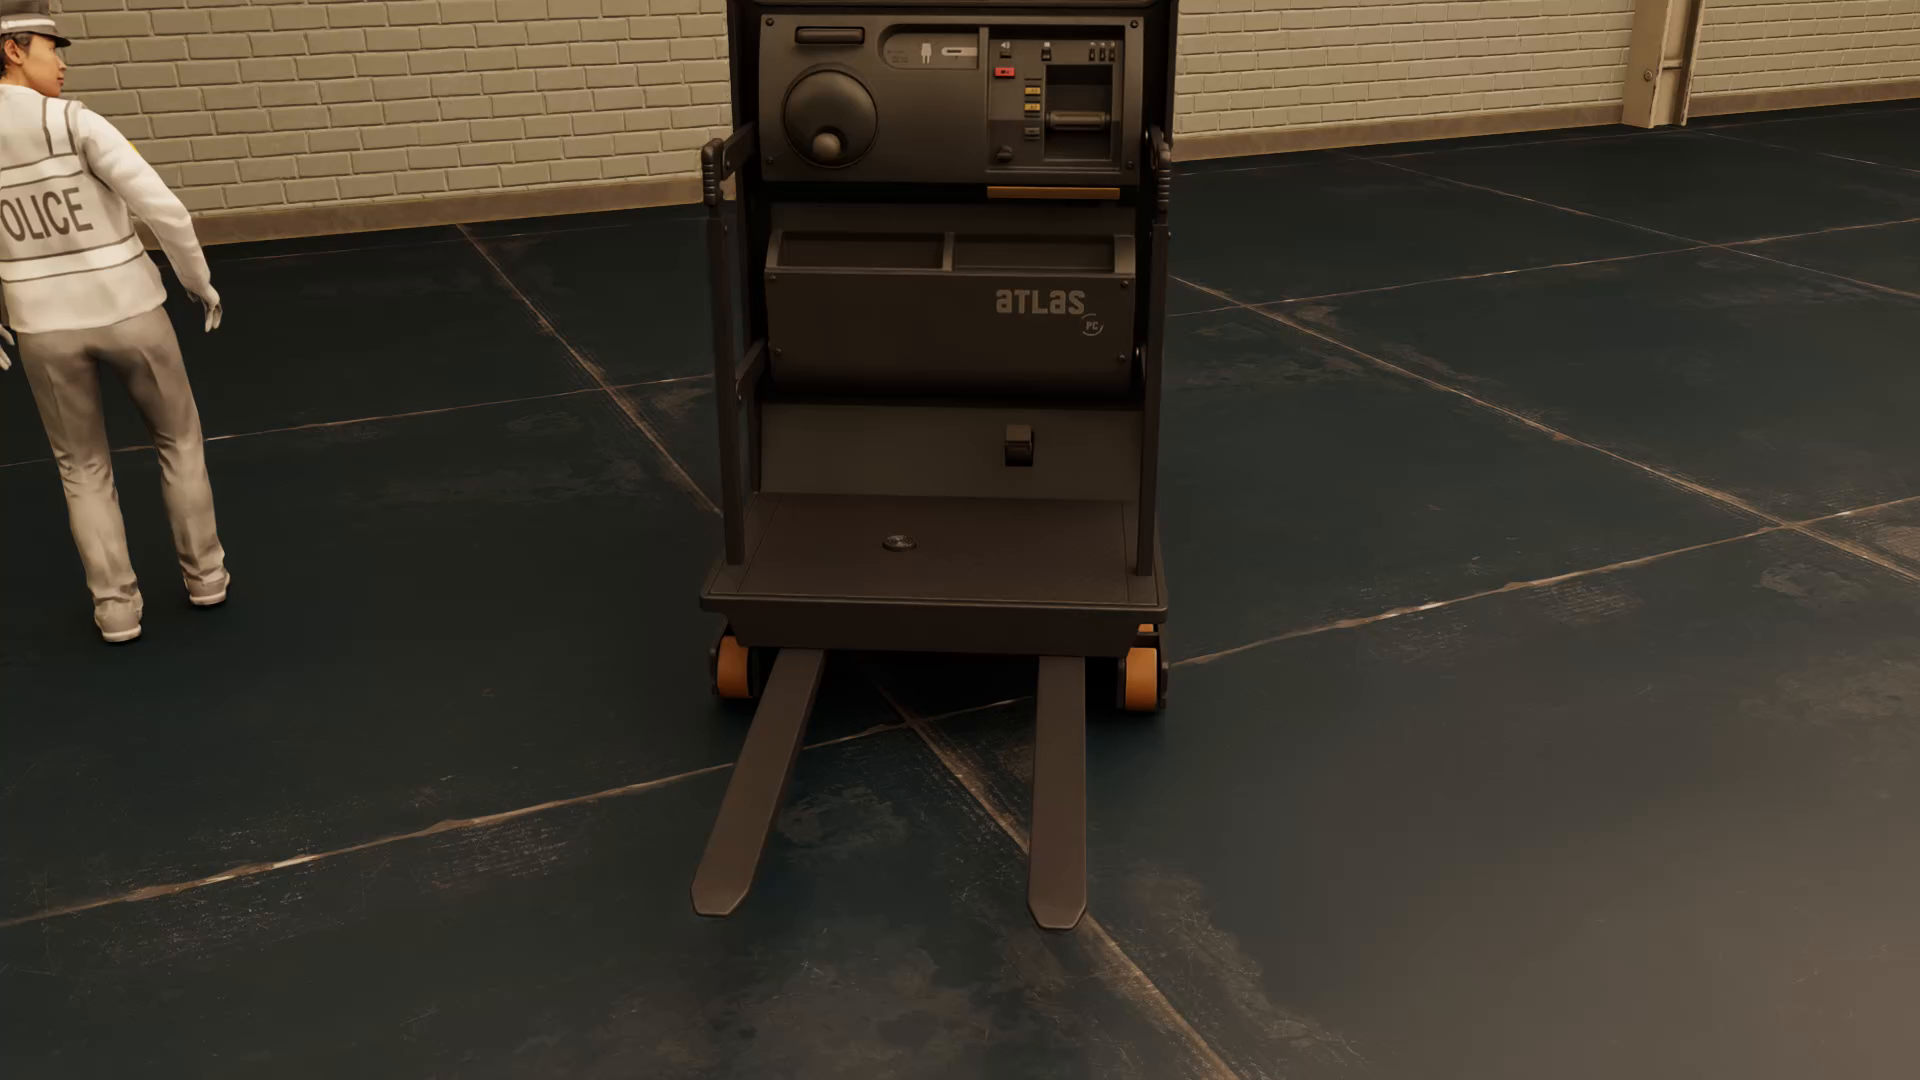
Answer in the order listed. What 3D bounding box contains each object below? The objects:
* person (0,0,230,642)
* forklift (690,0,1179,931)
[{"bbox_3d":[-2.280,-0.562,4.314,0.687,1.653,0.467,-6,23,-14],"label":"person"},{"bbox_3d":[-0.036,-1.059,3.835,1.130,2.935,3.031,1,23,3],"label":"forklift"}]
